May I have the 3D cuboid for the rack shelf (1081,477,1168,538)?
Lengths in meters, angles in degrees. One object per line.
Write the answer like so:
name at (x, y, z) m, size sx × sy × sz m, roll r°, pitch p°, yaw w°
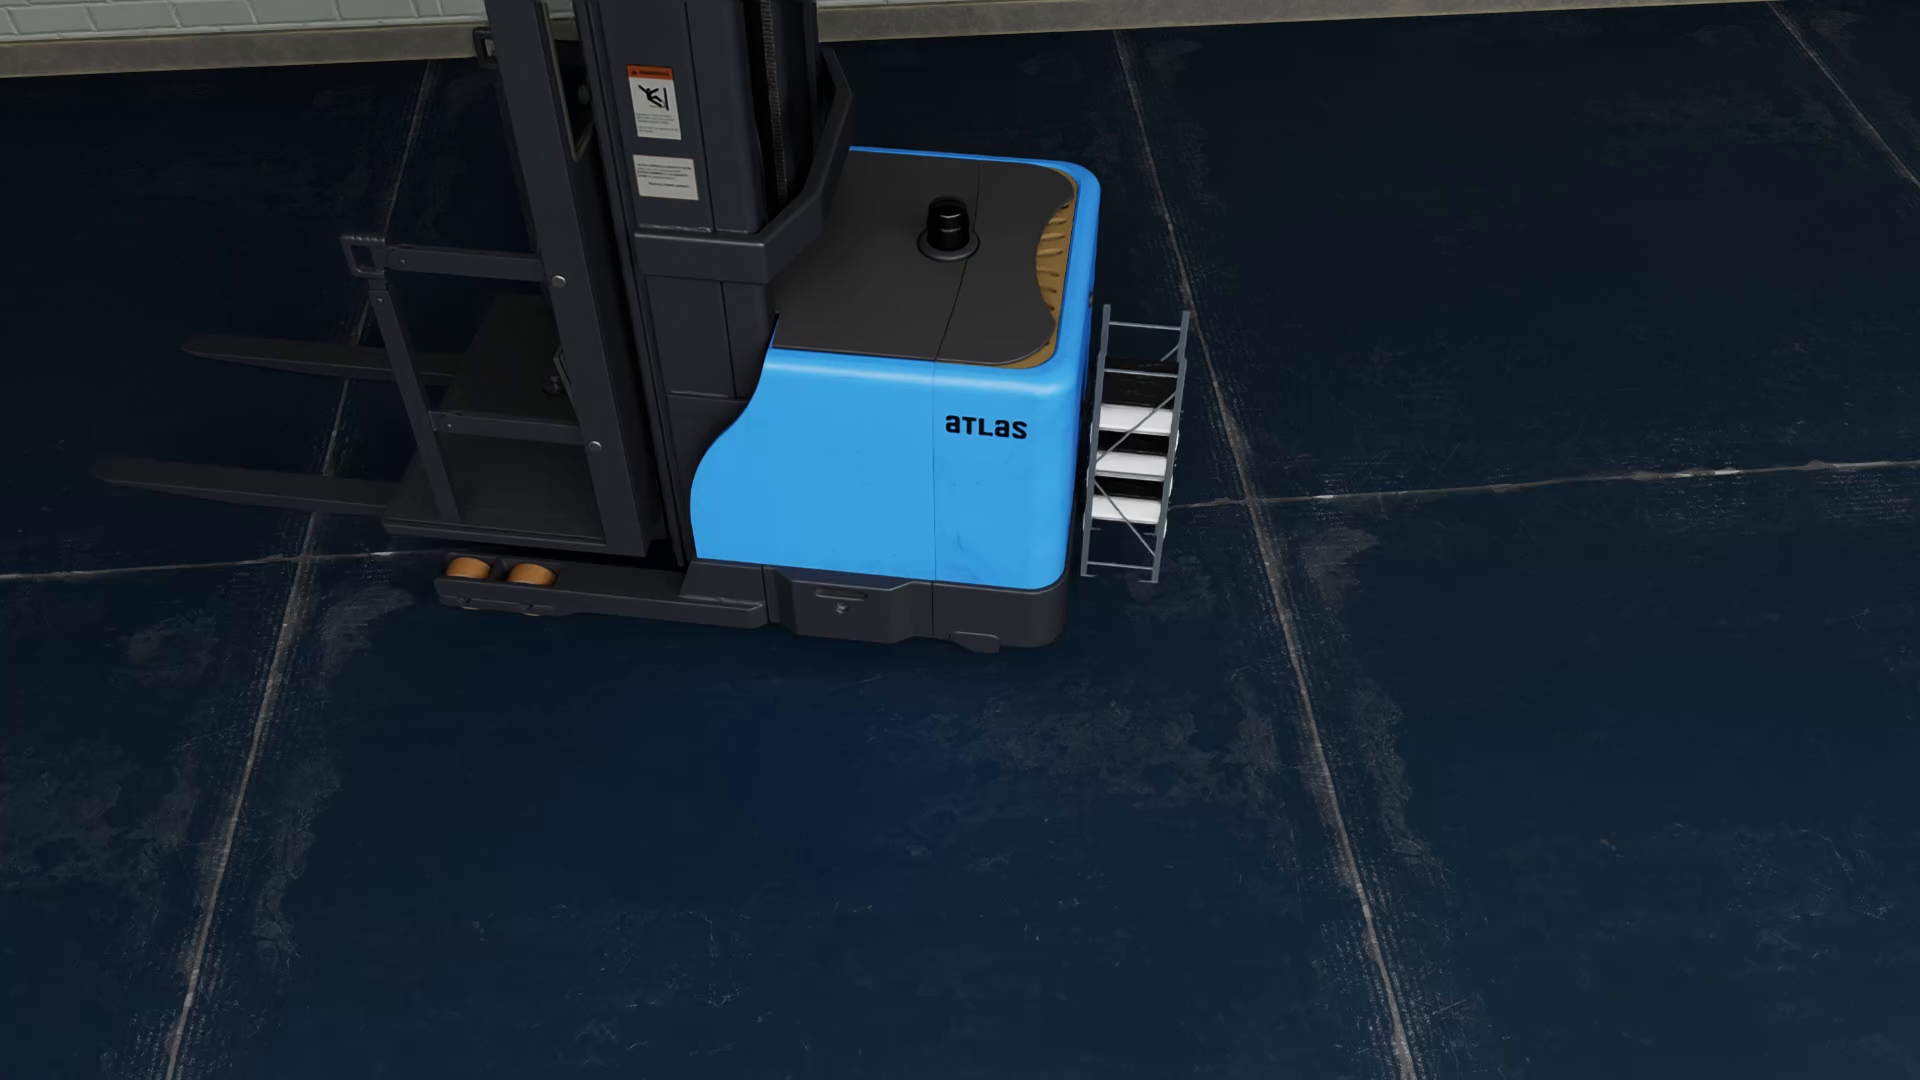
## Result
rack shelf at (0.503, -0.115, 5.032) m, size 0.258 × 0.077 × 0.200 m, roll 6°, pitch 47°, yaw 5°

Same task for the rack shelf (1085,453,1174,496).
rack shelf at (0.504, -0.239, 4.901) m, size 0.258 × 0.077 × 0.200 m, roll 6°, pitch 47°, yaw 5°

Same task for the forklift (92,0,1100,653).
forklift at (-1.139, -1.153, 4.324) m, size 3.031 × 2.935 × 1.130 m, roll 5°, pitch 47°, yaw 5°

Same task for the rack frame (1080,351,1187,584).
rack frame at (0.491, -0.188, 4.808) m, size 0.240 × 0.900 × 0.006 m, roll 6°, pitch 47°, yaw 5°

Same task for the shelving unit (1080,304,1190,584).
shelving unit at (0.504, -0.262, 4.877) m, size 0.258 × 0.900 × 0.210 m, roll 6°, pitch 47°, yaw 5°

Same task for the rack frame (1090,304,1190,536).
rack frame at (0.517, -0.335, 4.947) m, size 0.240 × 0.900 × 0.006 m, roll 6°, pitch 47°, yaw 5°

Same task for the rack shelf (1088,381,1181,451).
rack shelf at (0.505, -0.362, 4.771) m, size 0.258 × 0.077 × 0.200 m, roll 6°, pitch 47°, yaw 5°

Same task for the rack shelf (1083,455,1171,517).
rack shelf at (0.504, -0.177, 4.967) m, size 0.258 × 0.077 × 0.200 m, roll 6°, pitch 47°, yaw 5°

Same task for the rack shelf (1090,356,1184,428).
rack shelf at (0.505, -0.424, 4.705) m, size 0.258 × 0.077 × 0.200 m, roll 6°, pitch 47°, yaw 5°

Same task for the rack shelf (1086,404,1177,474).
rack shelf at (0.504, -0.300, 4.836) m, size 0.258 × 0.077 × 0.200 m, roll 6°, pitch 47°, yaw 5°
